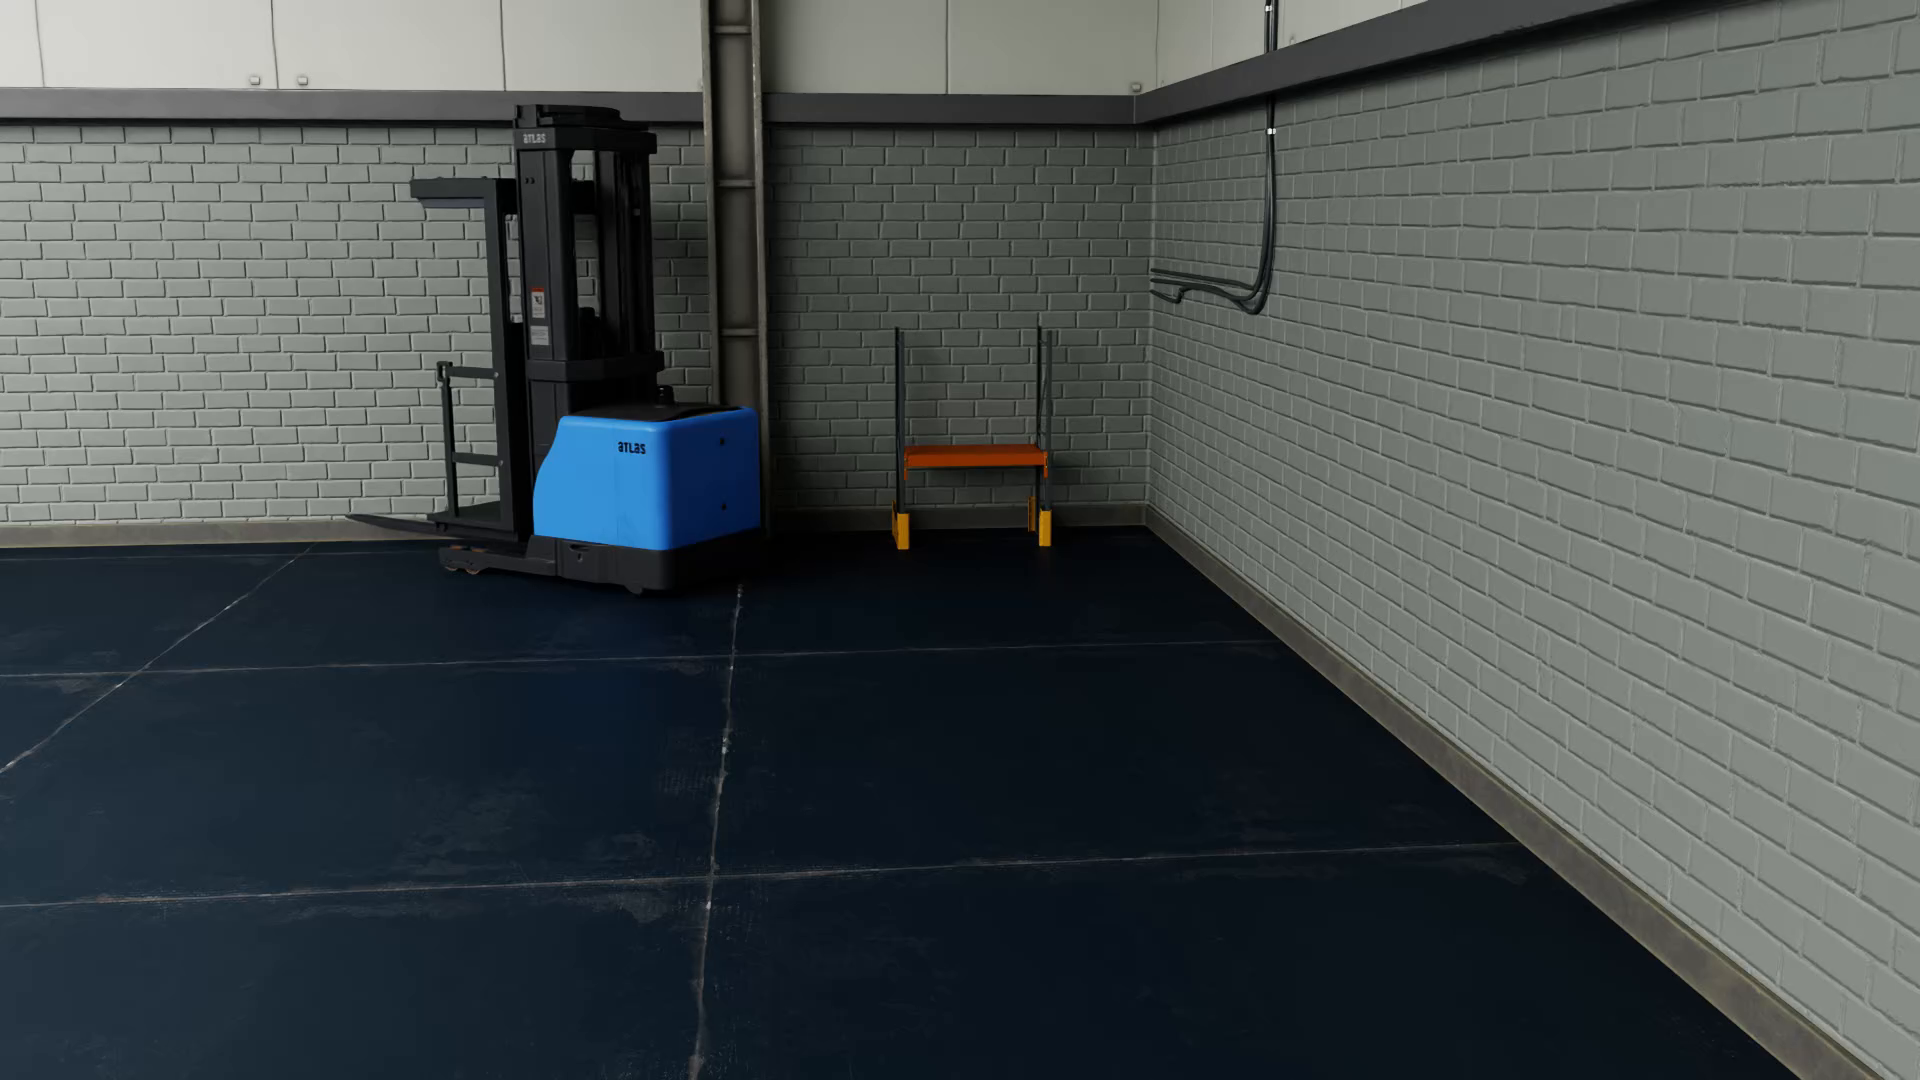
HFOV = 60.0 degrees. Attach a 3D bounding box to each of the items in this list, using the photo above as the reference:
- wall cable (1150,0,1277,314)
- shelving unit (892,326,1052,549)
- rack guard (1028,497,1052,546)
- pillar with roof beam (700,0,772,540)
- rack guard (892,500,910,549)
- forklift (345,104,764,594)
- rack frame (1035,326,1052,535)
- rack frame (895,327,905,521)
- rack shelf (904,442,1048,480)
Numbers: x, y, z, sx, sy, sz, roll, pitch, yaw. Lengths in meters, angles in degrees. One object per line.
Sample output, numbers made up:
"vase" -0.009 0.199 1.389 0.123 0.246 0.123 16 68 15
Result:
"wall cable" 1.514 -2.727 10.462 0.112 2.526 3.097 -1 11 -6
"shelving unit" 0.076 -0.738 11.731 1.083 1.500 0.587 -1 11 -6
"rack guard" 0.571 -0.135 11.905 0.087 0.250 0.587 -1 11 -6
"pillar with roof beam" -1.093 -3.617 6.941 0.400 9.000 9.100 -1 11 -6
"rack guard" -0.419 -0.114 11.799 0.087 0.250 0.587 -1 11 -6
"forklift" -2.803 -1.295 10.855 3.031 2.935 1.130 6 13 30
"rack frame" 0.590 -0.748 11.786 0.032 1.500 0.500 -1 11 -6
"rack frame" -0.421 -0.727 11.678 0.032 1.500 0.500 -1 11 -6
"rack shelf" 0.085 -0.561 11.767 1.000 0.185 0.538 -1 11 -6
